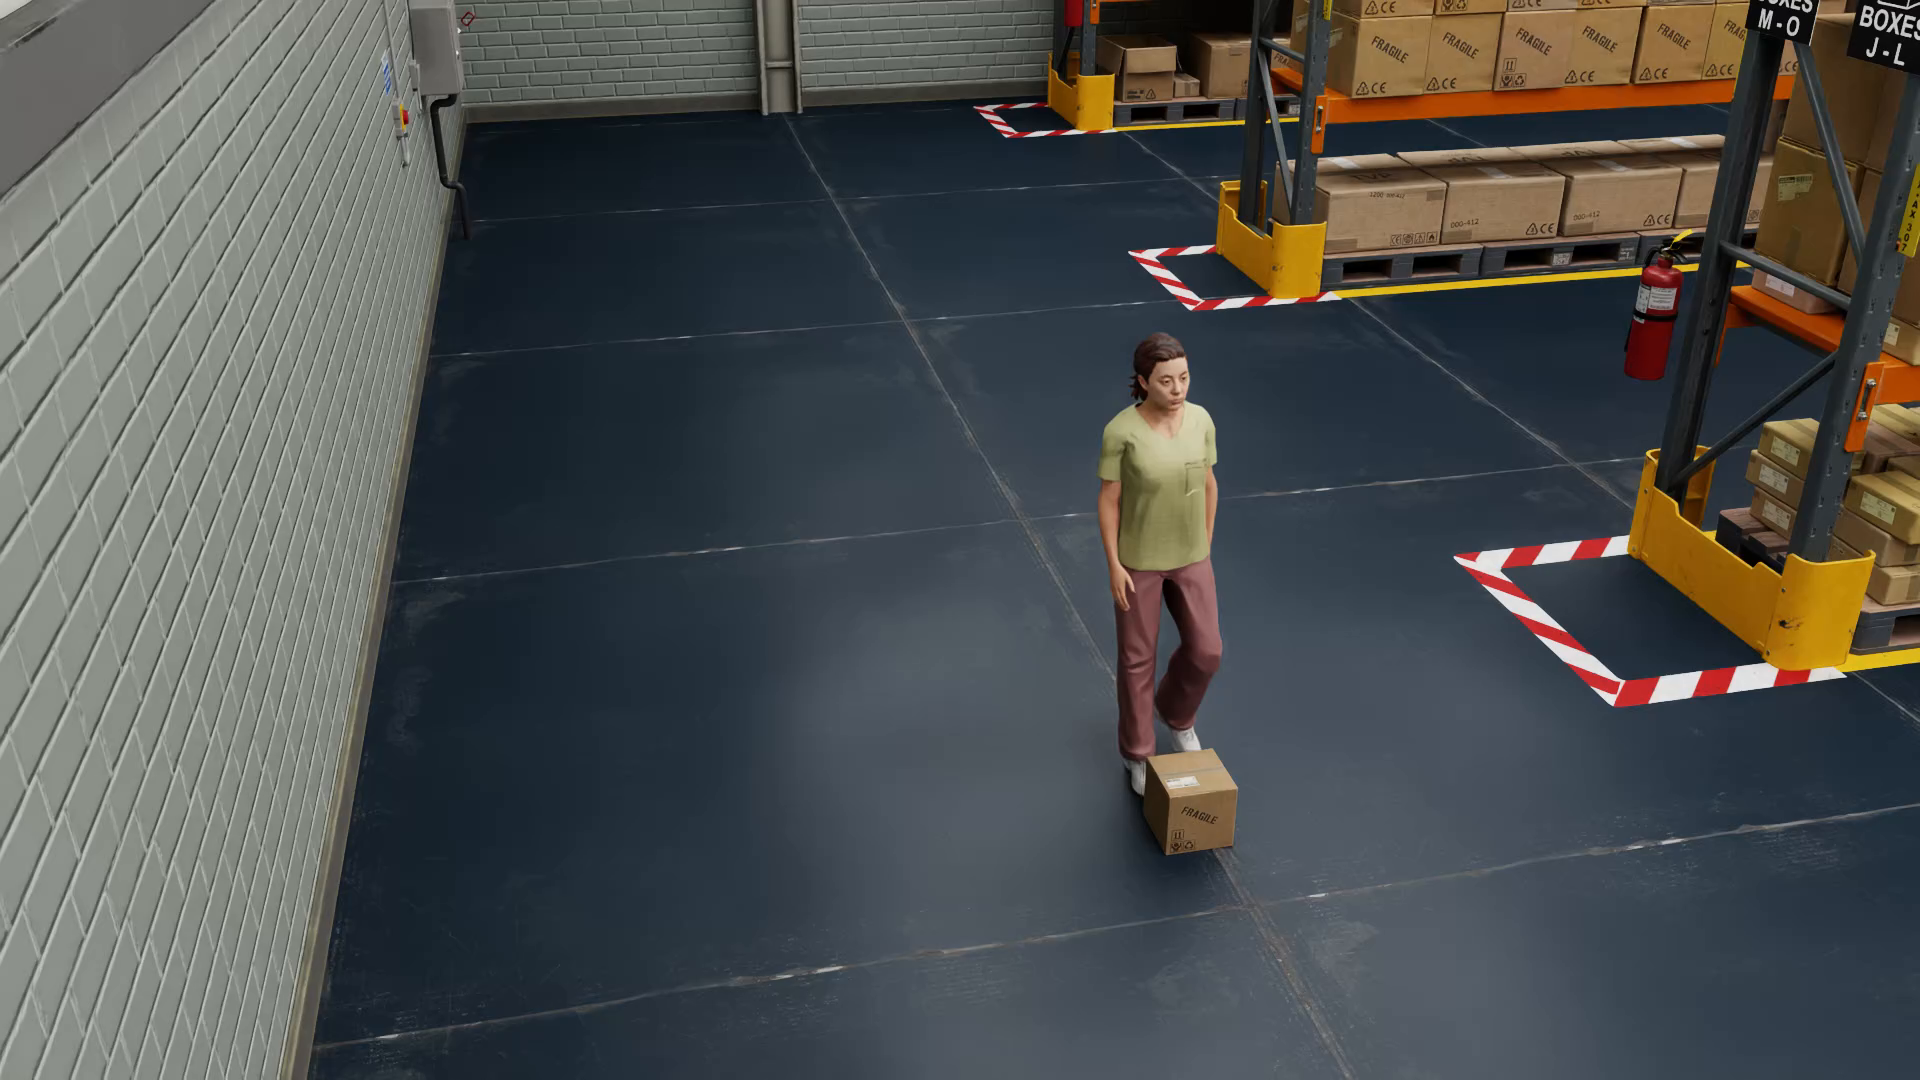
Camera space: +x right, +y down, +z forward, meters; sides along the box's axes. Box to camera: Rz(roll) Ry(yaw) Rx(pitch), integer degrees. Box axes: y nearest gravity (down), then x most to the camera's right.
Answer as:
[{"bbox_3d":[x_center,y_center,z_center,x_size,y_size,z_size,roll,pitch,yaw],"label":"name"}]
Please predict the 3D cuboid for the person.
[{"bbox_3d":[0.719,0.104,5.915,0.462,1.695,0.514,-6,27,-11],"label":"person"}]
